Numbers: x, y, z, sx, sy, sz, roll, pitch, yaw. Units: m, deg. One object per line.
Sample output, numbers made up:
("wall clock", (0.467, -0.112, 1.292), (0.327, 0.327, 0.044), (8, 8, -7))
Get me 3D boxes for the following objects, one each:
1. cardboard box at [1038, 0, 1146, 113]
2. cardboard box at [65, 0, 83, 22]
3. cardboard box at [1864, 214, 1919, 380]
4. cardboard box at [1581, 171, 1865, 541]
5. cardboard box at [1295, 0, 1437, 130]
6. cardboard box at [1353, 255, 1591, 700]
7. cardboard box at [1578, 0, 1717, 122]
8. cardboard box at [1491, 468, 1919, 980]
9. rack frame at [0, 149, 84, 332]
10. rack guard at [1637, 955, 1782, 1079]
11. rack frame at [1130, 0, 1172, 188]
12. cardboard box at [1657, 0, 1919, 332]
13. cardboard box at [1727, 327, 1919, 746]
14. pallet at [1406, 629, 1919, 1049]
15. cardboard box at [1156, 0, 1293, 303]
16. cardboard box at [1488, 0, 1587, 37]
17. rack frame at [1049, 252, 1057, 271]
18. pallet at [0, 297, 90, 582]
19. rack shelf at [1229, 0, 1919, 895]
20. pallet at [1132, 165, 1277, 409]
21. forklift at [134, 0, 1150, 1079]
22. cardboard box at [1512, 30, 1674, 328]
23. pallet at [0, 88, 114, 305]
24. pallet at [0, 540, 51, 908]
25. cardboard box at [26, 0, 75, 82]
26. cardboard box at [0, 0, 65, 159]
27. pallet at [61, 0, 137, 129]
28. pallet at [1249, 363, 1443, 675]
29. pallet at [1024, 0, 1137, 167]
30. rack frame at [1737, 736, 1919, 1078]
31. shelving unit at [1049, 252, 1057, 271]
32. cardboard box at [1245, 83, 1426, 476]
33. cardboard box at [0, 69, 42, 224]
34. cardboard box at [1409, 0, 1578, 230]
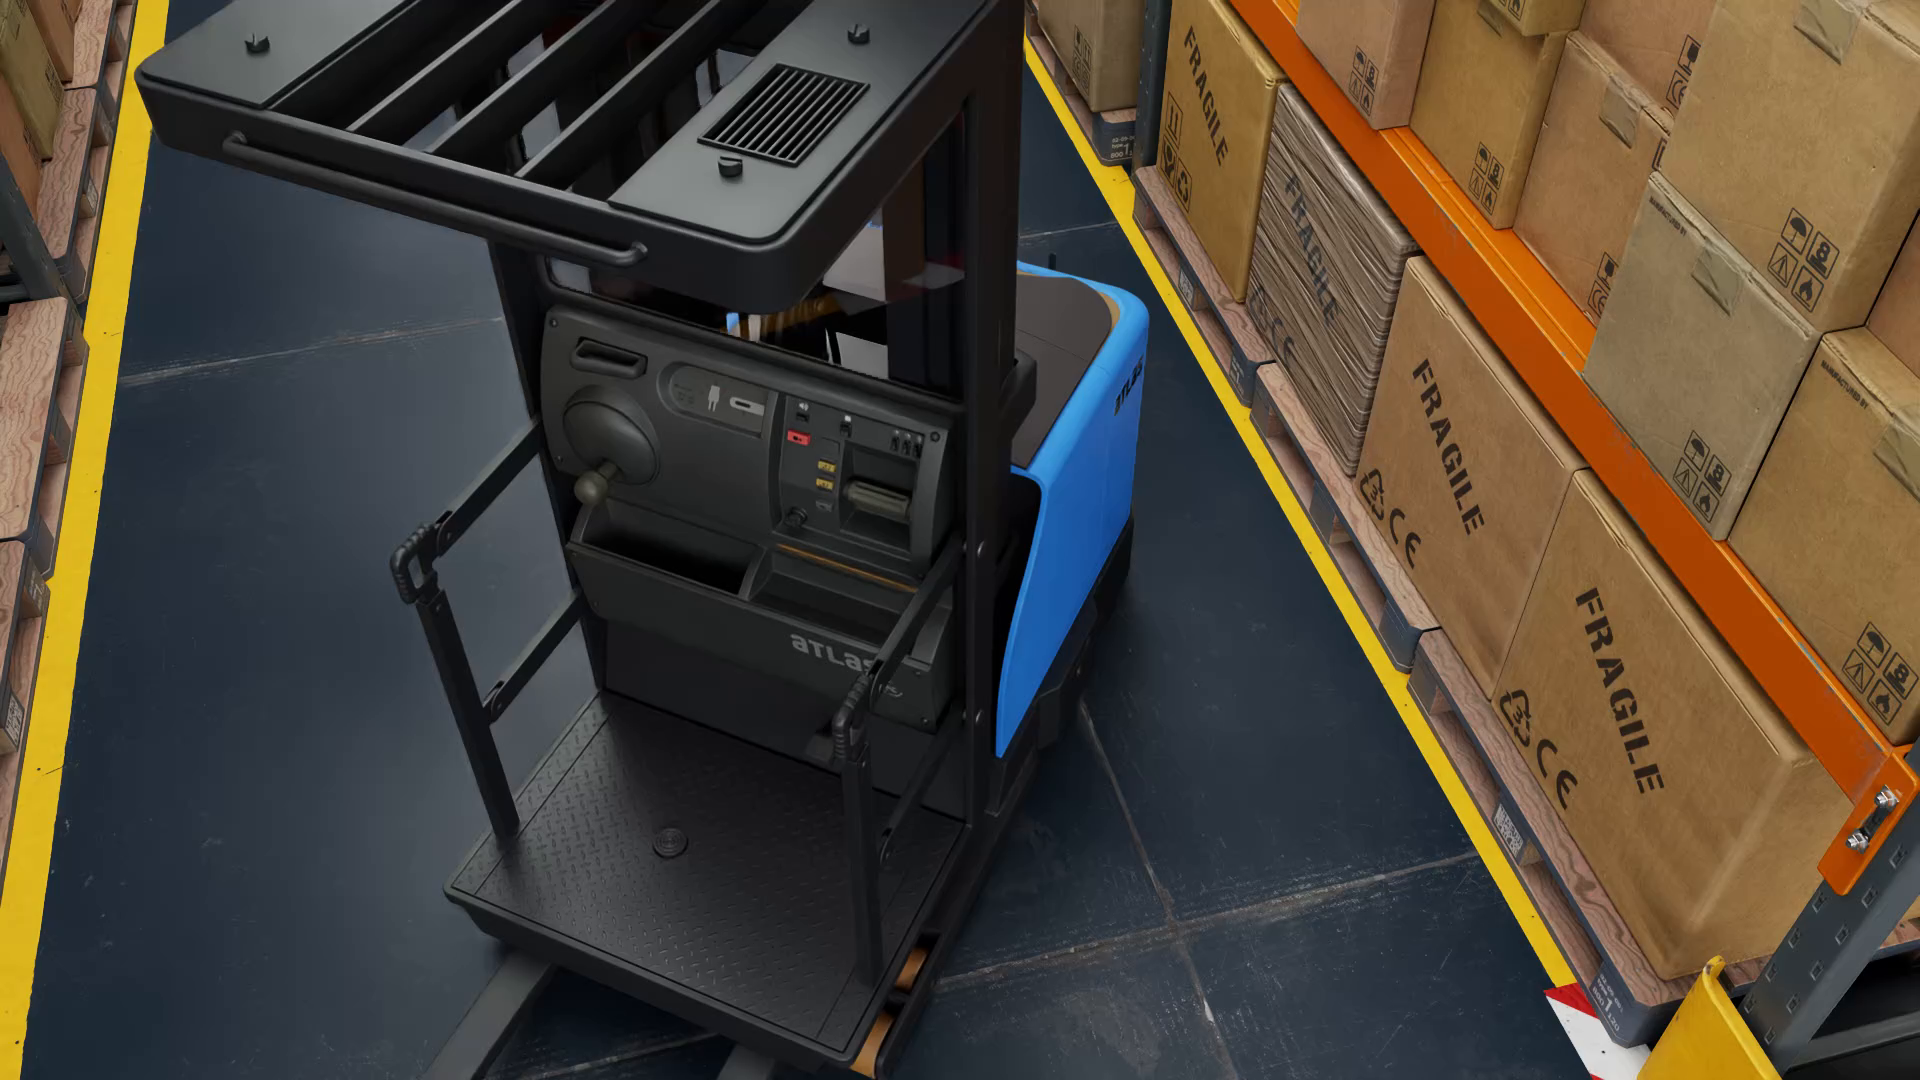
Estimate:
("cardboard box", (0.934, -2.311, 6.696), (1.050, 0.750, 0.750), (-11, 47, -11))
("cardboard box", (-4.168, -2.514, 7.055), (0.700, 0.500, 0.500), (-7, 46, -7))
("cardboard box", (2.146, -0.472, 2.751), (0.875, 0.550, 0.550), (-11, 47, -10))
("cardboard box", (1.903, -0.454, 3.490), (0.875, 0.550, 0.550), (-11, 47, -10))
("cardboard box", (1.473, -1.570, 4.583), (0.875, 0.550, 0.550), (-11, 47, -10))
("cardboard box", (1.739, -0.244, 4.583), (0.875, 0.875, 0.875), (-11, 47, -11))
("cardboard box", (1.904, -1.246, 3.510), (0.875, 0.550, 0.550), (-11, 47, -10))
("cardboard box", (1.966, 0.363, 3.988), (0.875, 0.875, 0.875), (-10, 47, -10))
("rack frame", (-3.641, -1.703, 4.818), (1.000, 3.000, 0.127), (-11, 47, -10))
("rack guard", (2.210, 1.114, 3.809), (1.175, 0.500, 0.348), (-11, 47, -10))
("rack frame", (1.180, -2.540, 5.639), (1.000, 3.000, 0.127), (-11, 47, -10))
("cardboard box", (1.916, -0.835, 3.107), (0.875, 0.550, 0.550), (-11, 47, -10))
("cardboard box", (2.065, -0.078, 3.122), (0.875, 0.550, 0.550), (-11, 47, -10))
("pallet", (1.924, 0.660, 4.455), (1.003, 0.211, 1.213), (-11, 47, -10))
("cardboard box", (1.273, -1.496, 5.809), (0.875, 0.875, 0.875), (-10, 46, -10))
("cardboard box", (1.643, -1.588, 3.845), (0.875, 0.550, 0.500), (-11, 47, -10))
("rack frame", (0.161, -0.530, 5.139), (0.240, 0.900, 0.006), (9, 46, 9))
("pallet", (-3.435, -0.269, 5.366), (1.003, 0.211, 1.213), (-11, 47, -10))
("rack shelf", (1.692, -0.907, 4.542), (1.077, 0.370, 4.000), (-11, 47, -10))
("pallet", (1.299, -1.024, 6.106), (1.003, 0.211, 1.213), (-11, 47, -10))
("forklift", (-0.545, -0.101, 3.296), (1.130, 2.935, 3.031), (18, 48, 17))
("cardboard box", (1.881, -0.864, 3.891), (0.875, 0.550, 0.550), (-11, 47, -10))
("pallet", (-3.841, -1.264, 6.341), (1.003, 0.211, 1.213), (-11, 47, -10))
("pallet", (-3.119, 0.575, 4.539), (1.003, 0.211, 1.213), (-11, 47, -10))
("cardboard box", (-4.025, -2.128, 6.678), (0.700, 0.500, 0.500), (-14, 47, -14))
("cardboard box", (-3.881, -1.742, 6.299), (0.700, 0.500, 0.500), (-11, 47, -11))
("pallet", (-4.157, -2.108, 7.168), (1.003, 0.211, 1.213), (-11, 47, -10))
("pallet", (1.615, -0.180, 5.279), (1.003, 0.211, 1.213), (-11, 47, -10))
("pallet", (0.909, -2.083, 7.143), (1.003, 0.211, 1.213), (-11, 47, -10))
("rack frame", (2.201, 0.223, 2.932), (0.949, 2.616, 0.053), (-11, 47, -10))
("shelving unit", (0.139, -0.459, 5.070), (0.258, 0.900, 0.210), (9, 46, 9))
("cardboard box", (1.508, -0.874, 5.200), (0.875, 0.875, 0.875), (-10, 46, -10))
("cardboard box", (-3.777, -1.409, 5.973), (0.700, 0.500, 0.500), (-14, 47, -13))
("cardboard box", (1.706, -1.222, 4.242), (0.875, 0.550, 0.500), (-11, 47, -10))
